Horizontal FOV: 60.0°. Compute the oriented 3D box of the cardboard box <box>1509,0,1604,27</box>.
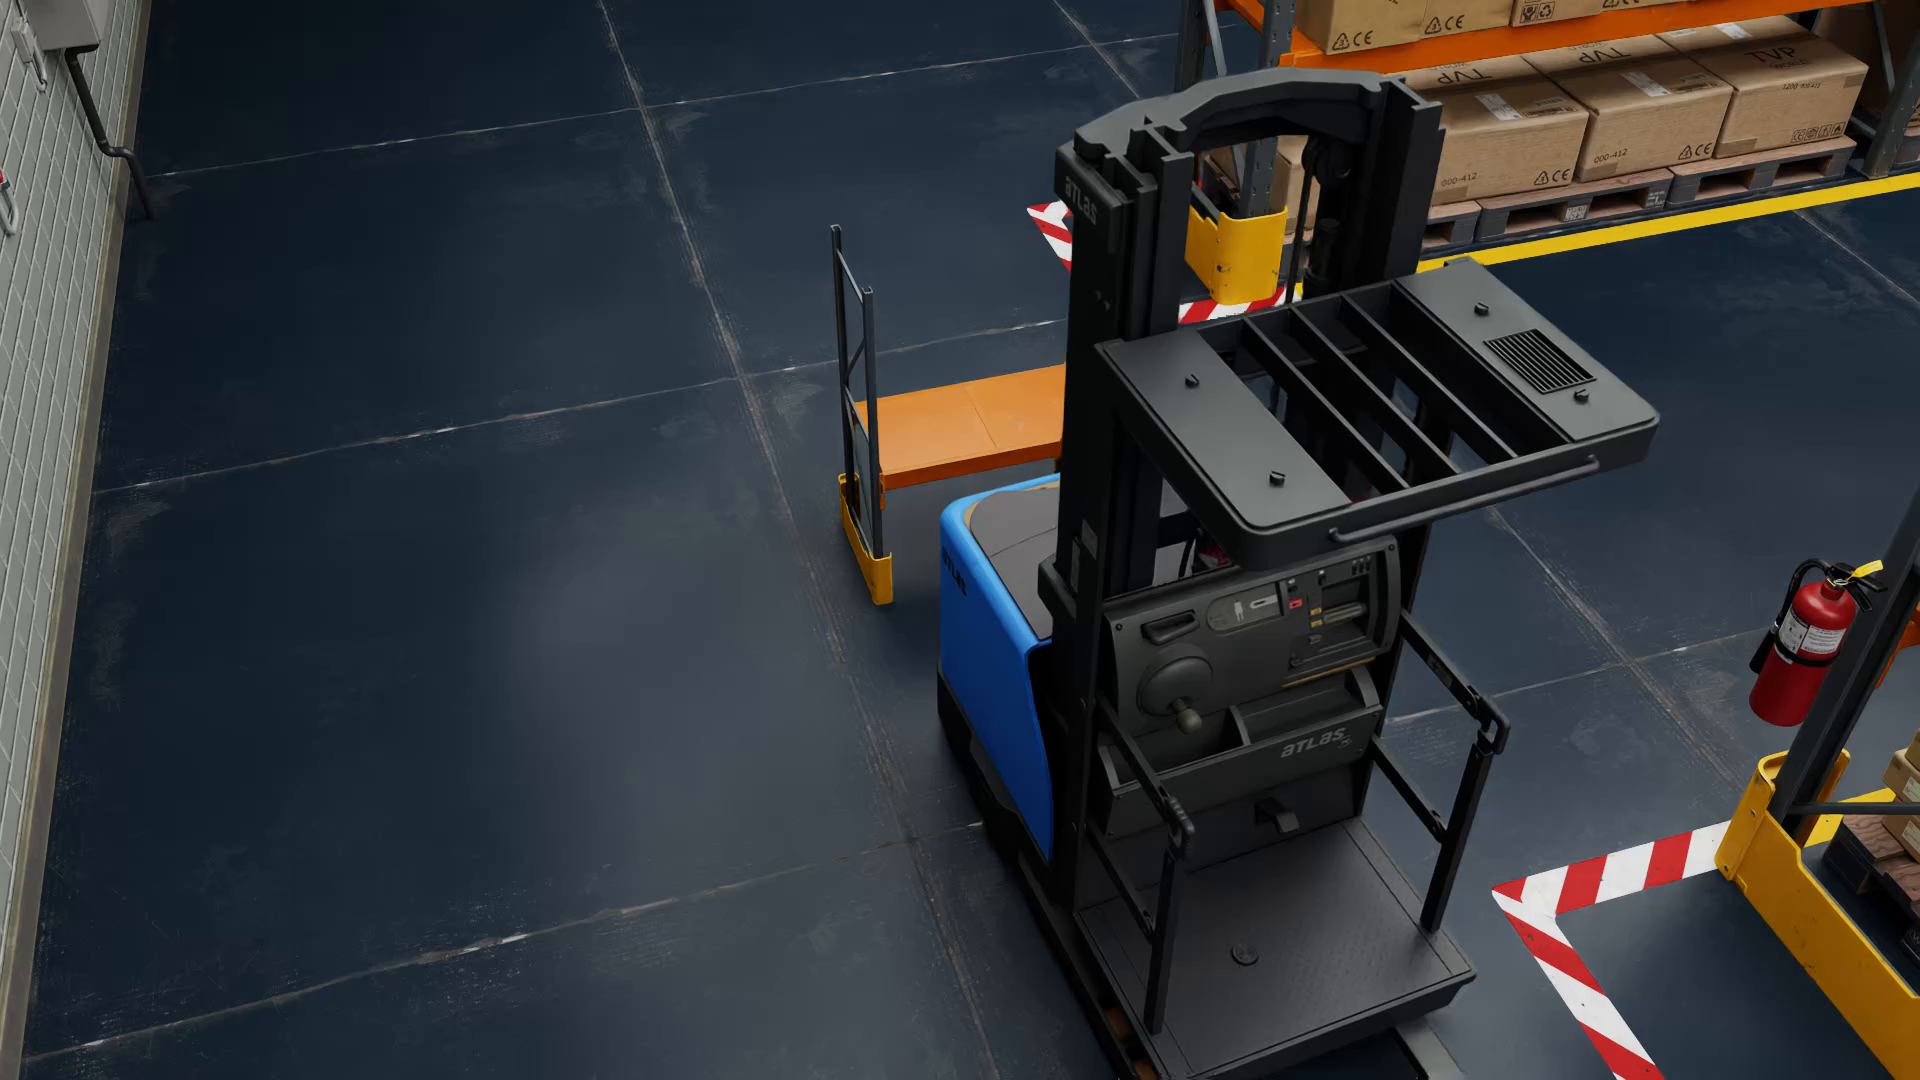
[{"bbox_3d":[2.868,-2.901,8.215,0.500,0.500,0.500,-12,43,-13],"label":"cardboard box"}]

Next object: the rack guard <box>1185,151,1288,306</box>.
[{"bbox_3d":[1.336,-1.796,8.926,0.348,0.500,1.175,-12,42,-13],"label":"rack guard"}]

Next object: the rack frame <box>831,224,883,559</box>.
[{"bbox_3d":[-0.403,-0.481,6.661,0.032,1.500,0.500,-12,42,-13],"label":"rack frame"}]

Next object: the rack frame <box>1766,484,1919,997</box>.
[{"bbox_3d":[2.943,0.344,4.576,0.127,3.000,1.000,-12,42,-13],"label":"rack frame"}]

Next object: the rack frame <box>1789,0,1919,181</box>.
[{"bbox_3d":[5.175,-3.533,9.014,0.127,3.000,1.000,-12,42,-13],"label":"rack frame"}]

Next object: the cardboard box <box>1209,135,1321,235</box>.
[{"bbox_3d":[1.959,-2.129,9.035,0.875,0.438,0.875,-13,43,-15],"label":"cardboard box"}]

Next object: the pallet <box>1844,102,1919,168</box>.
[{"bbox_3d":[5.888,-2.682,10.160,1.213,0.211,1.003,-12,42,-13],"label":"pallet"}]

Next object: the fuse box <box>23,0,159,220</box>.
[{"bbox_3d":[-4.504,-2.475,8.782,0.414,1.711,0.539,-12,42,-13],"label":"fuse box"}]

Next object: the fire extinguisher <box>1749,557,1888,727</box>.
[{"bbox_3d":[2.564,0.274,4.999,0.183,0.674,0.296,-12,42,-13],"label":"fire extinguisher"}]

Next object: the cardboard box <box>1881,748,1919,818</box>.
[{"bbox_3d":[3.360,0.864,5.602,0.250,0.149,0.380,-13,43,-14],"label":"cardboard box"}]

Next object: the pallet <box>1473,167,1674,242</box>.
[{"bbox_3d":[3.260,-2.138,9.537,1.213,0.211,1.003,-12,42,-13],"label":"pallet"}]

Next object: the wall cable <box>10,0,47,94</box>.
[{"bbox_3d":[-4.449,-2.883,7.498,0.122,1.984,0.588,-12,42,-13],"label":"wall cable"}]

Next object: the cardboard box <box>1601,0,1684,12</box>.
[{"bbox_3d":[3.341,-3.011,8.340,0.500,0.500,0.500,-10,42,-12],"label":"cardboard box"}]

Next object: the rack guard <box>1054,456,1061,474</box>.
[{"bbox_3d":[0.548,-0.208,7.298,0.087,0.250,0.587,-12,42,-13],"label":"rack guard"}]

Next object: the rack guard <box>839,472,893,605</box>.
[{"bbox_3d":[-0.402,-0.011,7.072,0.087,0.250,0.587,-12,42,-13],"label":"rack guard"}]

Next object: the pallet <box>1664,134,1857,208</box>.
[{"bbox_3d":[4.426,-2.381,9.815,1.213,0.211,1.003,-12,42,-13],"label":"pallet"}]

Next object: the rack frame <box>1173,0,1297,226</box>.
[{"bbox_3d":[1.359,-2.742,8.109,0.127,3.000,1.000,-12,42,-13],"label":"rack frame"}]

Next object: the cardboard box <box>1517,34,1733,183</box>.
[{"bbox_3d":[3.690,-2.492,9.451,0.875,0.438,0.875,-13,43,-14],"label":"cardboard box"}]

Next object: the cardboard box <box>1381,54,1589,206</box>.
[{"bbox_3d":[2.829,-2.315,9.248,0.875,0.438,0.875,-11,42,-12],"label":"cardboard box"}]

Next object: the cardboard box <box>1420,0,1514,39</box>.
[{"bbox_3d":[2.377,-2.812,8.113,0.500,0.500,0.500,-12,43,-14],"label":"cardboard box"}]

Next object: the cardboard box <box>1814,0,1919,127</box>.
[{"bbox_3d":[5.742,-3.063,9.772,0.875,0.875,0.875,-10,42,-12],"label":"cardboard box"}]

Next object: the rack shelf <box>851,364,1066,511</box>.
[{"bbox_3d":[0.081,-0.446,6.894,1.000,0.185,0.538,-12,42,-13],"label":"rack shelf"}]

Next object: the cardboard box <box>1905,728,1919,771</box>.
[{"bbox_3d":[3.371,0.772,5.482,0.250,0.149,0.380,-11,42,-13],"label":"cardboard box"}]

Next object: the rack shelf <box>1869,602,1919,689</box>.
[{"bbox_3d":[4.850,0.220,5.265,4.000,0.370,1.077,-12,42,-13],"label":"rack shelf"}]

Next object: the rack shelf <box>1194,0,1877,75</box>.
[{"bbox_3d":[3.267,-2.867,8.798,4.000,0.370,1.077,-12,42,-13],"label":"rack shelf"}]

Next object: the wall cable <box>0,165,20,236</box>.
[{"bbox_3d":[-4.012,-2.008,6.472,0.123,1.953,0.585,-12,42,-13],"label":"wall cable"}]

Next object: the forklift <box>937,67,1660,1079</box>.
[{"bbox_3d":[0.937,0.354,4.617,1.130,2.935,3.031,-15,43,-16],"label":"forklift"}]

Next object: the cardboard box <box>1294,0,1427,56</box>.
[{"bbox_3d":[1.903,-2.695,7.978,0.500,0.500,0.500,-12,43,-13],"label":"cardboard box"}]

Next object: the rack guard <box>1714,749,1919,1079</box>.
[{"bbox_3d":[3.015,1.271,5.416,0.348,0.500,1.175,-12,42,-13],"label":"rack guard"}]

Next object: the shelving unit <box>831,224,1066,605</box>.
[{"bbox_3d":[0.073,-0.580,6.774,1.083,1.500,0.587,-12,42,-13],"label":"shelving unit"}]

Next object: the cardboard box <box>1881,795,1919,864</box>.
[{"bbox_3d":[3.382,1.025,5.645,0.250,0.149,0.380,-11,42,-12],"label":"cardboard box"}]

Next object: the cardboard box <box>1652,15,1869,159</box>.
[{"bbox_3d":[4.543,-2.669,9.654,0.875,0.438,0.875,-12,43,-14],"label":"cardboard box"}]

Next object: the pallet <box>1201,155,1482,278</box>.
[{"bbox_3d":[2.098,-1.899,9.263,1.213,0.211,1.003,-12,42,-13],"label":"pallet"}]

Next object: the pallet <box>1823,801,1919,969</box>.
[{"bbox_3d":[3.801,1.241,5.669,1.213,0.211,1.003,-12,42,-13],"label":"pallet"}]
